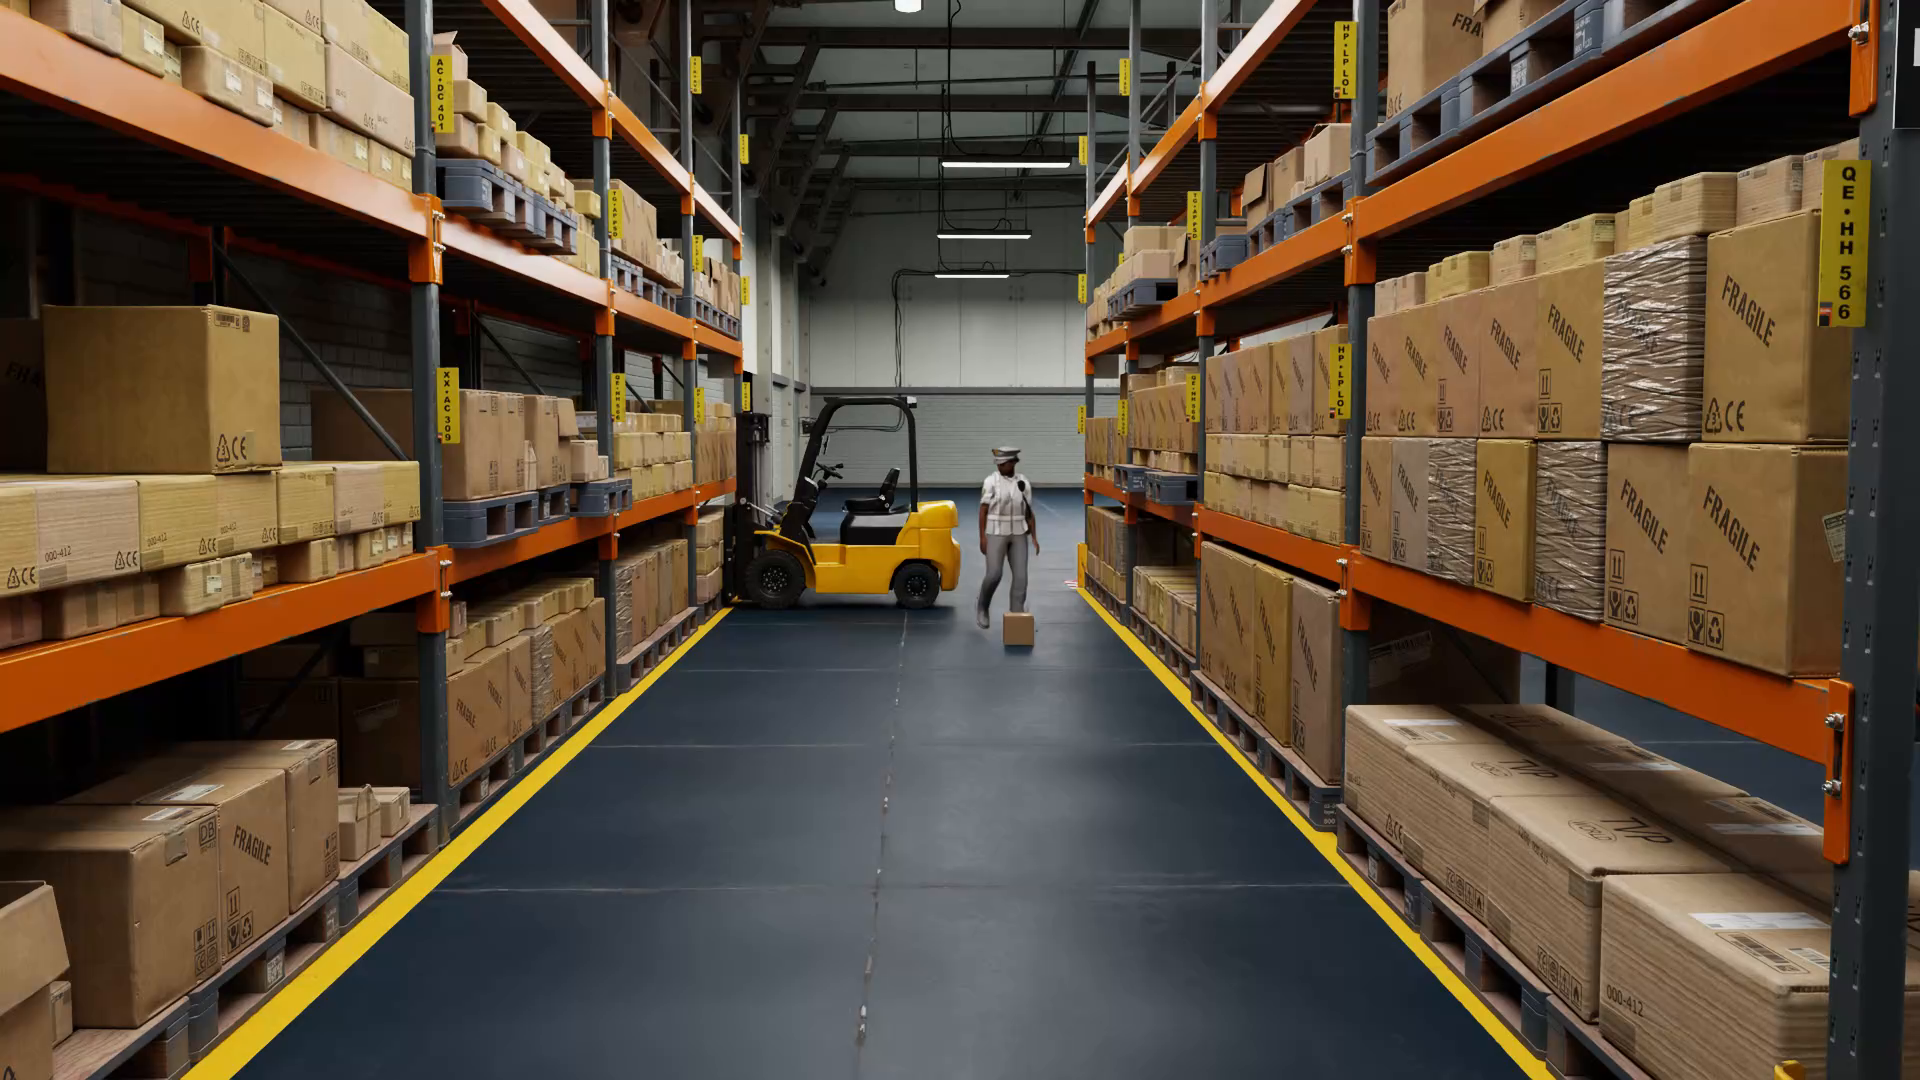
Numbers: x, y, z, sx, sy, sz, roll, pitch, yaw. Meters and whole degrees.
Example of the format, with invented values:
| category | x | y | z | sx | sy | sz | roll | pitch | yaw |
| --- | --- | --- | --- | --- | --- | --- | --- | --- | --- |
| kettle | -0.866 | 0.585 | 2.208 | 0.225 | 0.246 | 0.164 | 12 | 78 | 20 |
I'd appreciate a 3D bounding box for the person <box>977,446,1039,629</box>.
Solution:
| category | x | y | z | sx | sy | sz | roll | pitch | yaw |
| --- | --- | --- | --- | --- | --- | --- | --- | --- | --- |
| person | 0.417 | -0.007 | 14.824 | 0.500 | 1.655 | 0.498 | -1 | 4 | -21 |
